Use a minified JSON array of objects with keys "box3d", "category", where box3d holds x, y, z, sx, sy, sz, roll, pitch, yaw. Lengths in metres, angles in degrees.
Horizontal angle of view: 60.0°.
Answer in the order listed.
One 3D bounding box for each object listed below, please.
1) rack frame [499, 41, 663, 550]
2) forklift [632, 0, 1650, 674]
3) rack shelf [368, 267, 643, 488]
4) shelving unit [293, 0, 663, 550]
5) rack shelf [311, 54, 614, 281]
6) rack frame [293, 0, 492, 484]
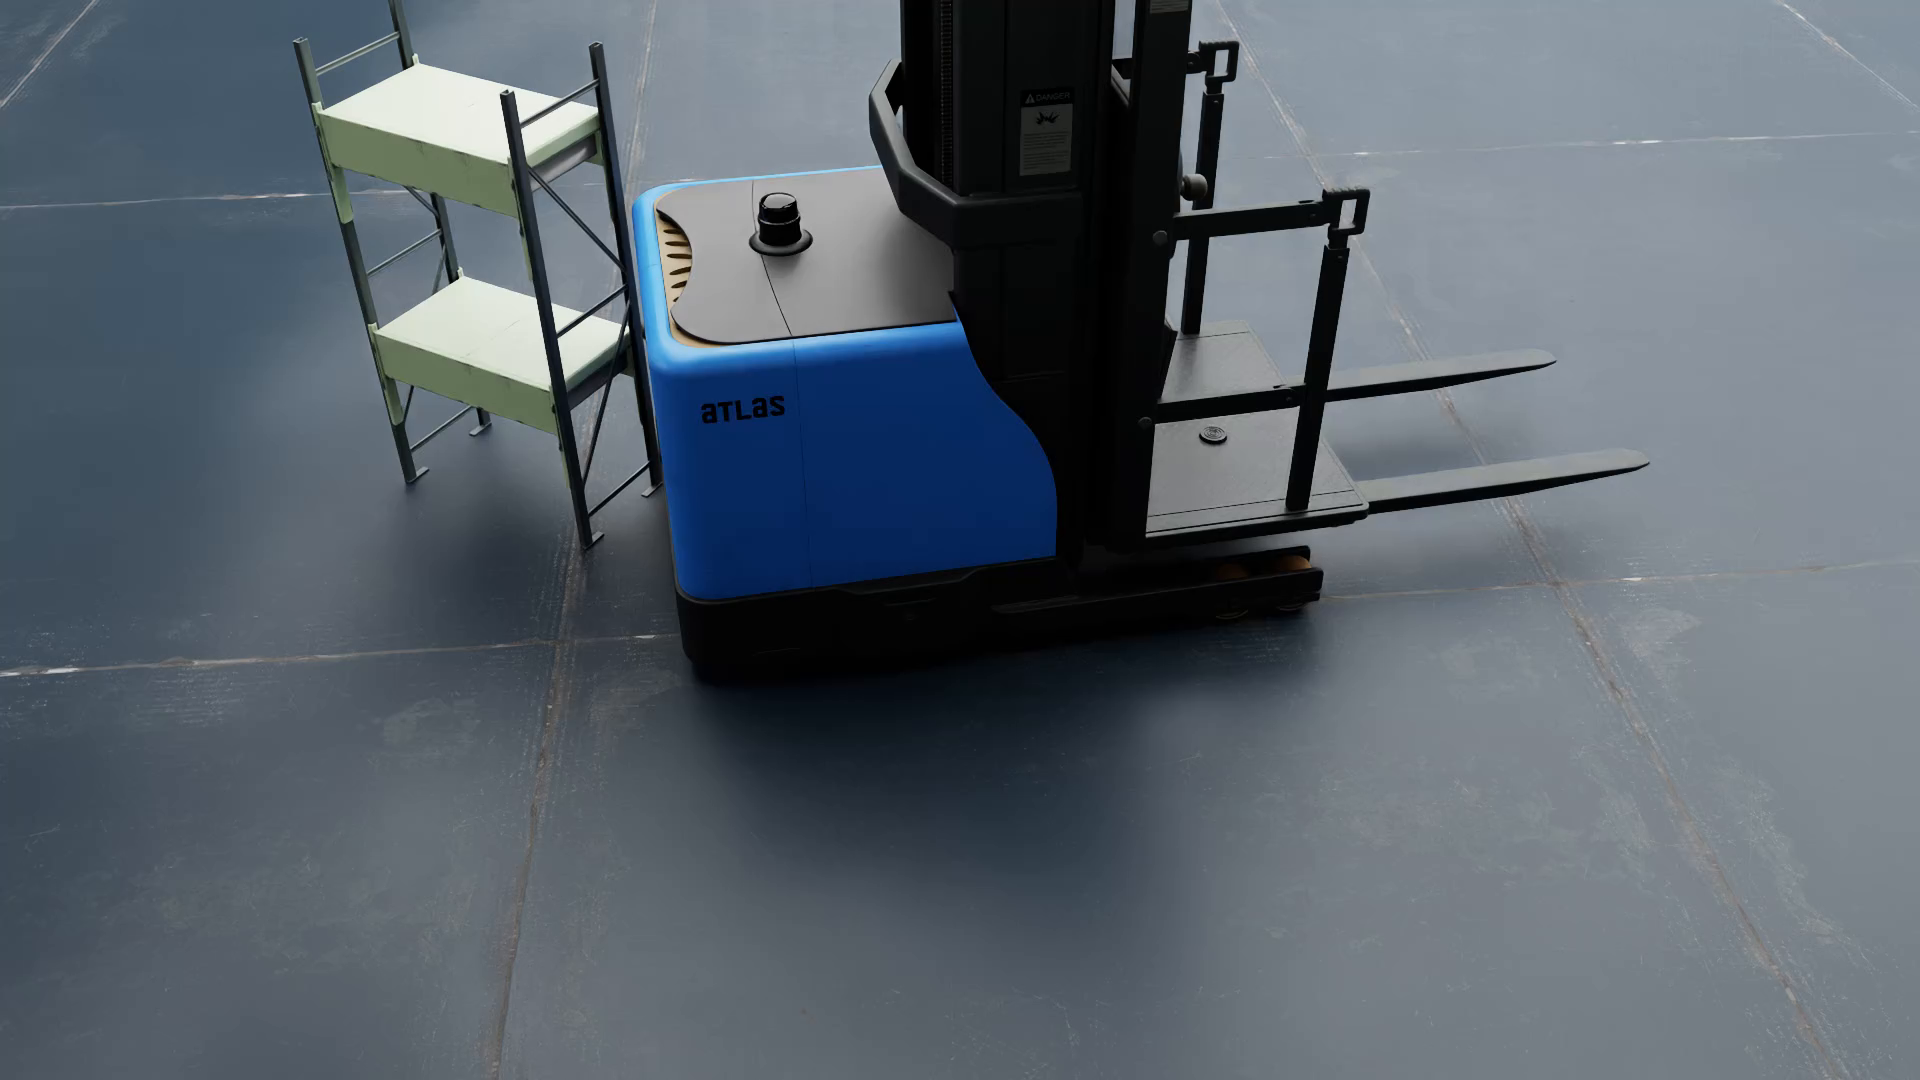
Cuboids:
[{"box3d":[-1.084,-0.668,4.886,0.023,1.500,0.400,19,42,22],"category":"rack frame"},{"box3d":[0.609,-1.229,4.441,3.031,2.935,1.130,-7,39,-9],"category":"forklift"},{"box3d":[-1.405,-0.521,5.225,0.720,0.370,0.431,19,42,22],"category":"rack shelf"},{"box3d":[-1.405,-0.777,5.024,0.755,1.500,0.431,19,42,22],"category":"shelving unit"},{"box3d":[-1.405,-1.083,4.782,0.720,0.370,0.431,19,42,22],"category":"rack shelf"},{"box3d":[-1.727,-0.885,5.161,0.023,1.500,0.400,19,42,22],"category":"rack frame"}]
